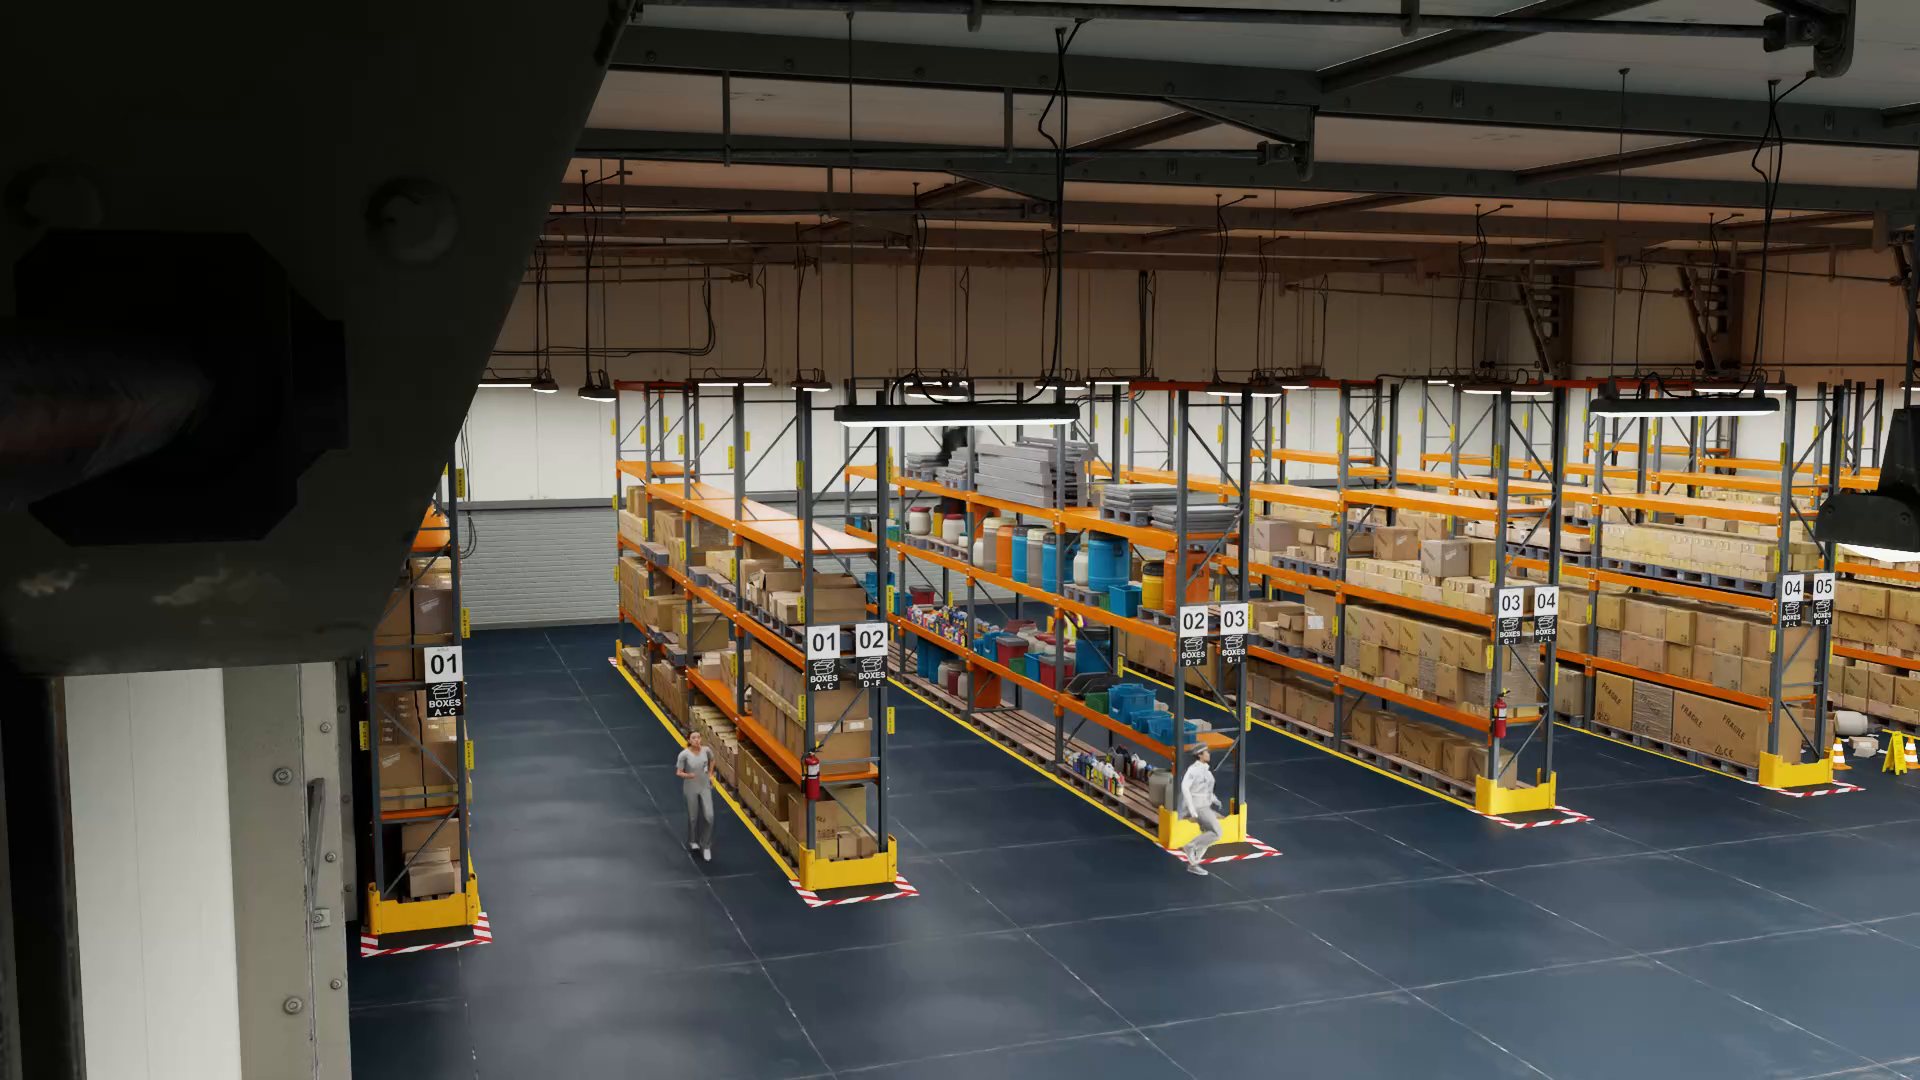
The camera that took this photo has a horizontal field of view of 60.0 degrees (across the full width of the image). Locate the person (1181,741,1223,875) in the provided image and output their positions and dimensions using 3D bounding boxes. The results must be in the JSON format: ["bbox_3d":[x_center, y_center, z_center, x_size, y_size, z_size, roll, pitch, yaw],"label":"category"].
[{"bbox_3d":[3.066,3.328,20.793,0.503,1.620,0.638,2,6,20],"label":"person"}]

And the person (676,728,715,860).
[{"bbox_3d":[-3.377,3.254,21.365,0.542,1.710,0.731,-2,6,-19],"label":"person"}]

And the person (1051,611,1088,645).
[{"bbox_3d":[2.193,2.029,32.211,0.706,1.745,0.987,-3,7,-30],"label":"person"}]
